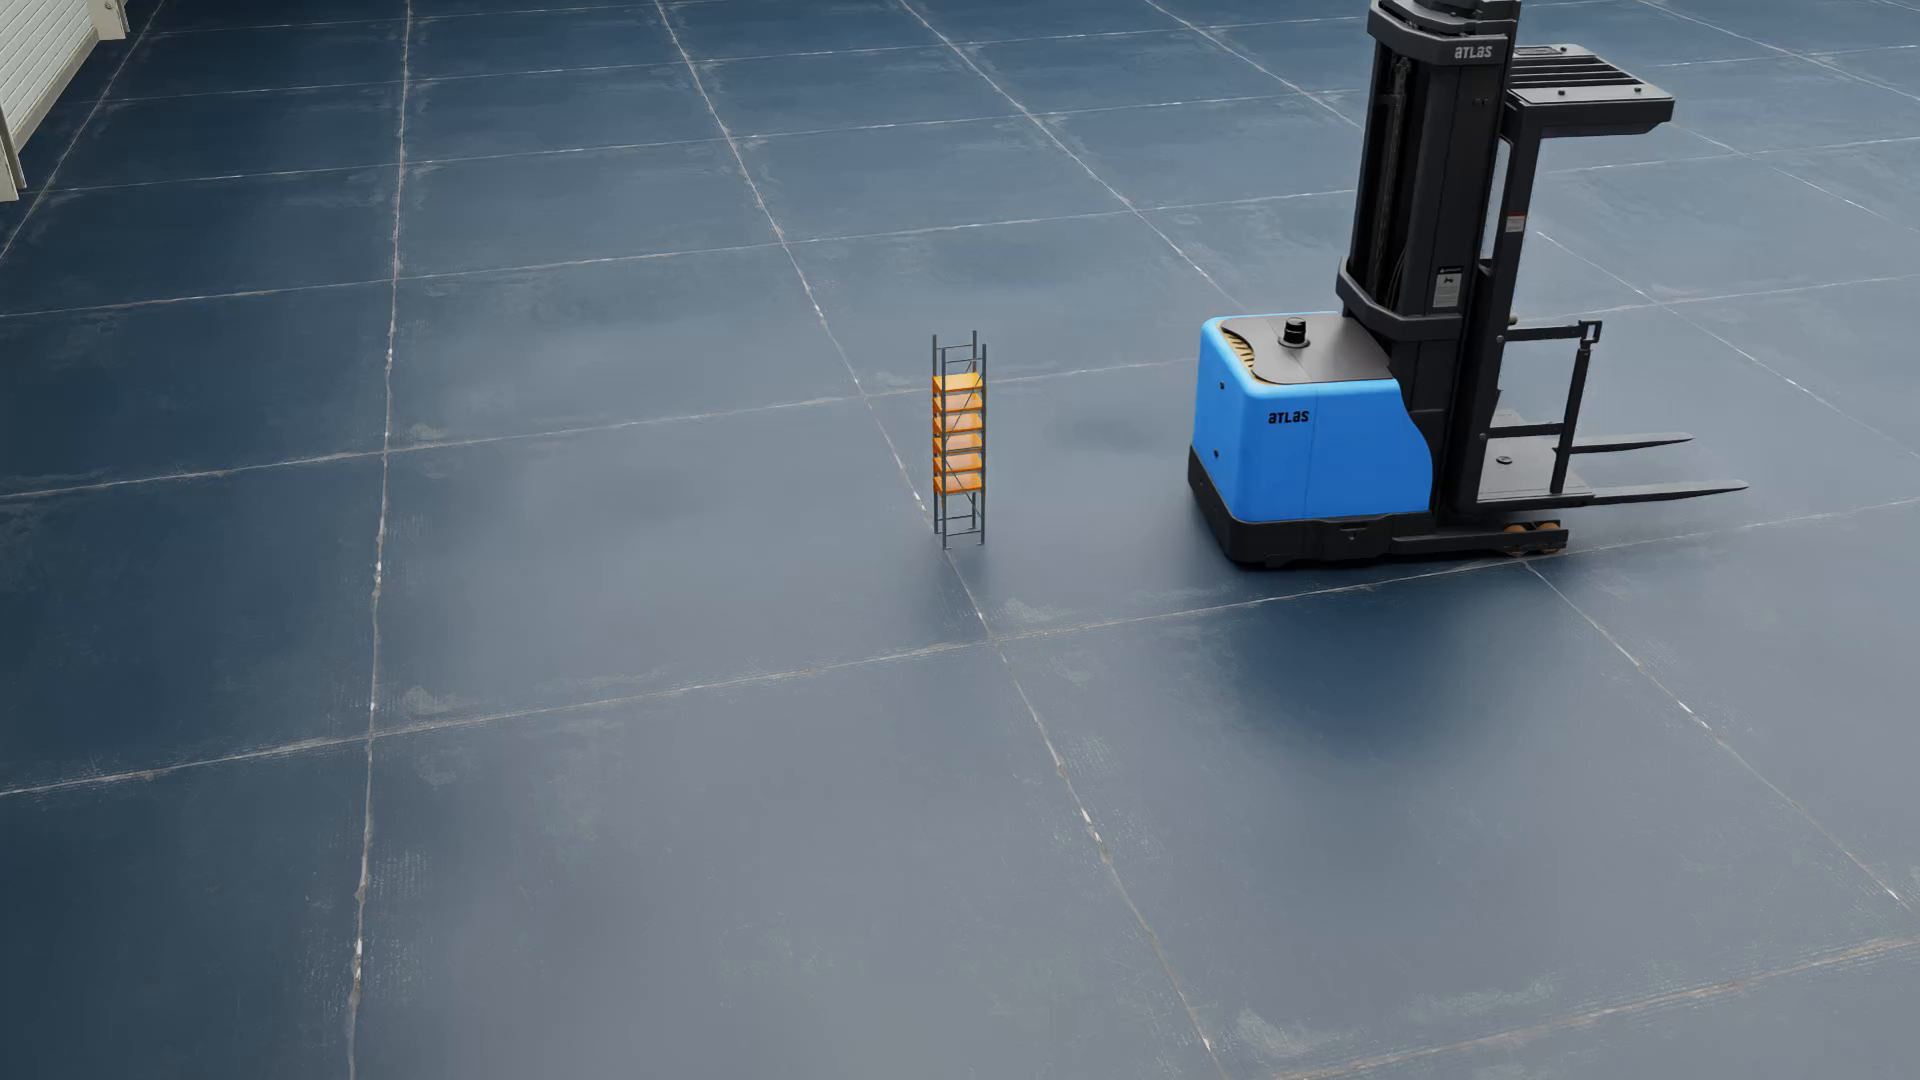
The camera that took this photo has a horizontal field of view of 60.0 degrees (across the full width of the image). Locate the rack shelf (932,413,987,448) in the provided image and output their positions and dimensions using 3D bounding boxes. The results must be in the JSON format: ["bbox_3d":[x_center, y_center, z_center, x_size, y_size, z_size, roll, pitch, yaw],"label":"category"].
[{"bbox_3d":[-0.004,-0.592,8.924,0.258,0.103,0.180,-8,31,-13],"label":"rack shelf"}]

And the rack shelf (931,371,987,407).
[{"bbox_3d":[-0.004,-0.799,8.803,0.258,0.103,0.180,-8,31,-13],"label":"rack shelf"}]

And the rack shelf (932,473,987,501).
[{"bbox_3d":[-0.004,-0.280,9.104,0.258,0.103,0.180,-8,31,-13],"label":"rack shelf"}]

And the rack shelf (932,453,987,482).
[{"bbox_3d":[-0.004,-0.384,9.044,0.258,0.103,0.180,-8,31,-13],"label":"rack shelf"}]

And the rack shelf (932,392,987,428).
[{"bbox_3d":[-0.004,-0.696,8.864,0.258,0.103,0.180,-8,31,-13],"label":"rack shelf"}]

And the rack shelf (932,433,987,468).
[{"bbox_3d":[-0.004,-0.488,8.984,0.258,0.103,0.180,-8,31,-13],"label":"rack shelf"}]

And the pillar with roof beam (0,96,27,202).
[{"bbox_3d":[-4.154,-7.463,13.161,9.100,9.000,0.400,-8,31,-13],"label":"pillar with roof beam"}]

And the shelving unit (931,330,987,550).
[{"bbox_3d":[-0.004,-0.526,8.962,0.258,1.200,0.189,-8,31,-13],"label":"shelving unit"}]

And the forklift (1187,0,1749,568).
[{"bbox_3d":[2.885,-1.440,8.812,3.031,2.935,1.130,-4,30,-7],"label":"forklift"}]

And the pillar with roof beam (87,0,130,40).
[{"bbox_3d":[-5.747,-10.361,18.168,9.100,9.000,0.400,-8,31,-13],"label":"pillar with roof beam"}]

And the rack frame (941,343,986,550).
[{"bbox_3d":[0.020,-0.482,8.885,0.240,1.200,0.006,-8,31,-13],"label":"rack frame"}]

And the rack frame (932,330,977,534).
[{"bbox_3d":[-0.028,-0.570,9.038,0.240,1.200,0.006,-8,31,-13],"label":"rack frame"}]
